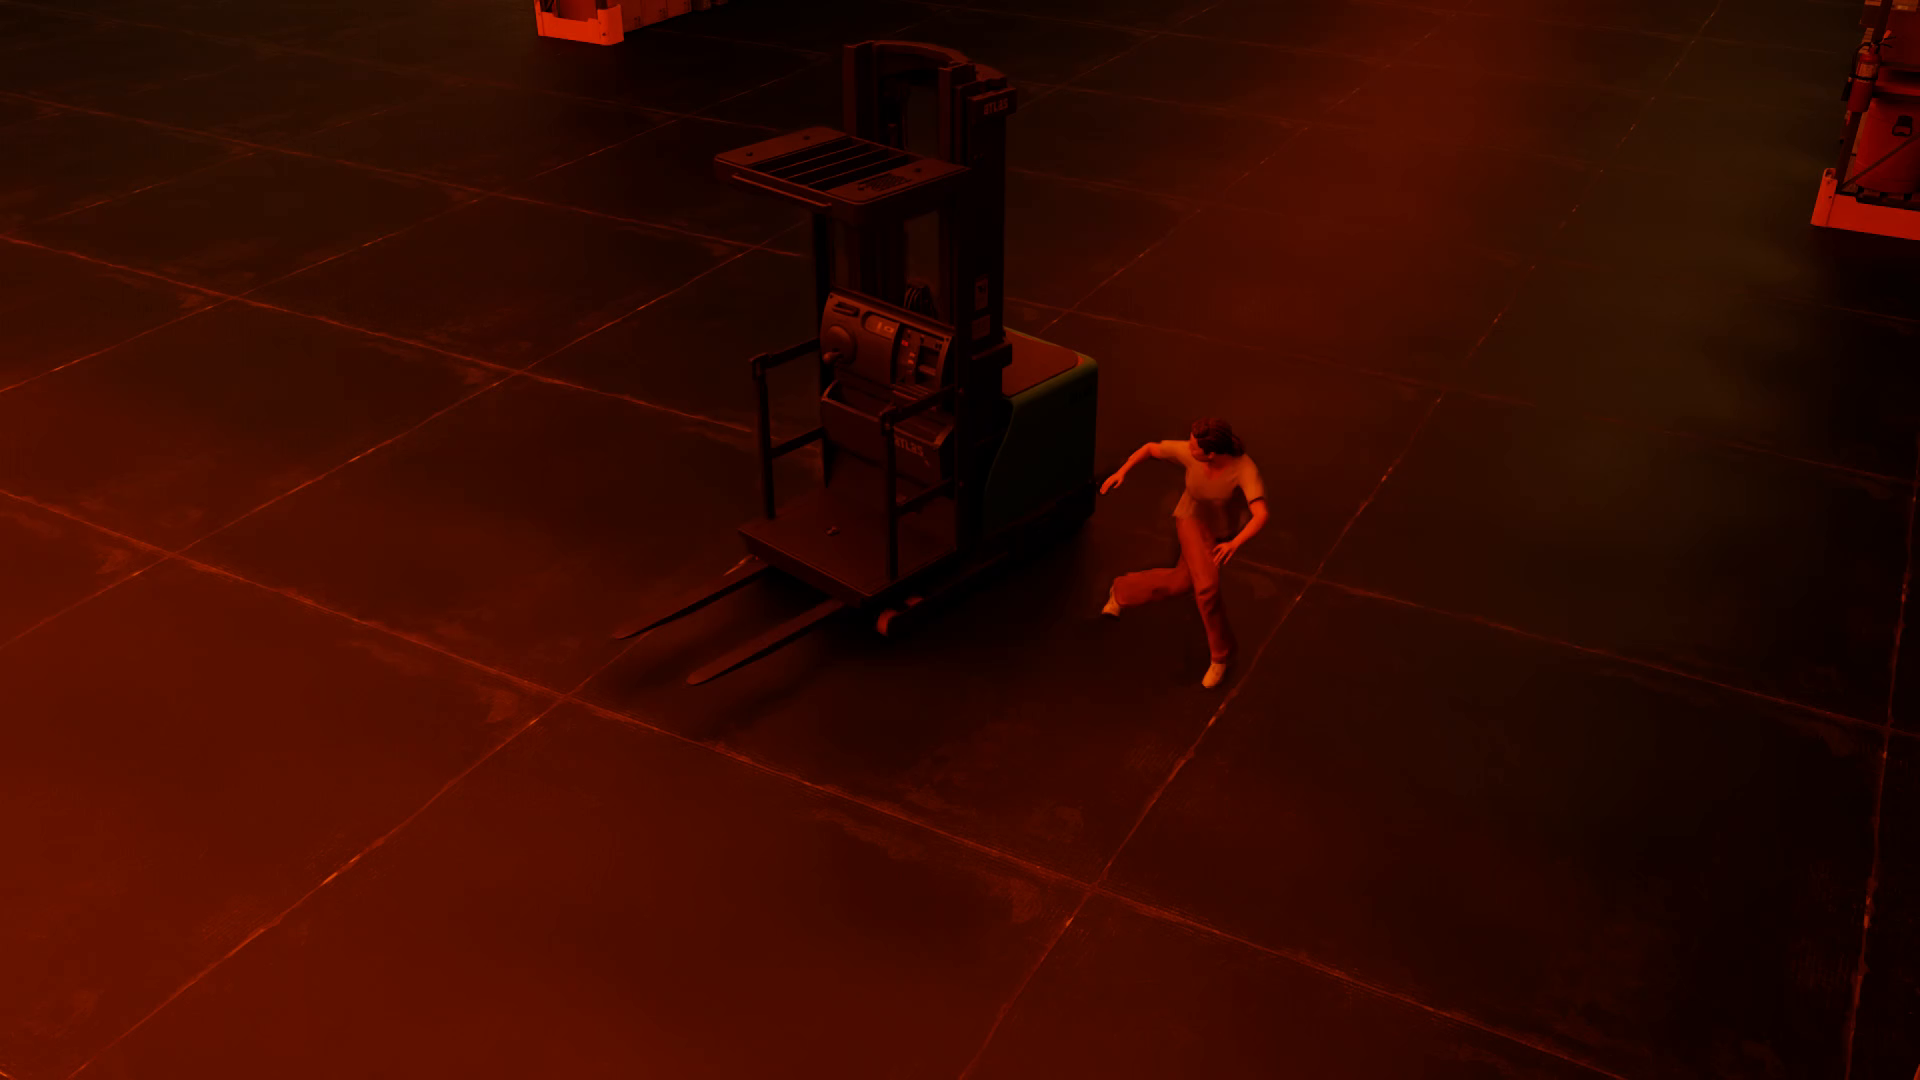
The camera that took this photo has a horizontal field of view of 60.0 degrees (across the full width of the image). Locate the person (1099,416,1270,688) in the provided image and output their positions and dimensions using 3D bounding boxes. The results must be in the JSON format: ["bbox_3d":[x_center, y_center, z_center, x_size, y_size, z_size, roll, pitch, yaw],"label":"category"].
[{"bbox_3d":[1.125,0.014,8.572,0.829,1.463,1.035,1,30,2],"label":"person"}]

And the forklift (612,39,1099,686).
[{"bbox_3d":[-0.547,-1.019,8.836,1.130,2.935,3.031,25,38,36],"label":"forklift"}]
